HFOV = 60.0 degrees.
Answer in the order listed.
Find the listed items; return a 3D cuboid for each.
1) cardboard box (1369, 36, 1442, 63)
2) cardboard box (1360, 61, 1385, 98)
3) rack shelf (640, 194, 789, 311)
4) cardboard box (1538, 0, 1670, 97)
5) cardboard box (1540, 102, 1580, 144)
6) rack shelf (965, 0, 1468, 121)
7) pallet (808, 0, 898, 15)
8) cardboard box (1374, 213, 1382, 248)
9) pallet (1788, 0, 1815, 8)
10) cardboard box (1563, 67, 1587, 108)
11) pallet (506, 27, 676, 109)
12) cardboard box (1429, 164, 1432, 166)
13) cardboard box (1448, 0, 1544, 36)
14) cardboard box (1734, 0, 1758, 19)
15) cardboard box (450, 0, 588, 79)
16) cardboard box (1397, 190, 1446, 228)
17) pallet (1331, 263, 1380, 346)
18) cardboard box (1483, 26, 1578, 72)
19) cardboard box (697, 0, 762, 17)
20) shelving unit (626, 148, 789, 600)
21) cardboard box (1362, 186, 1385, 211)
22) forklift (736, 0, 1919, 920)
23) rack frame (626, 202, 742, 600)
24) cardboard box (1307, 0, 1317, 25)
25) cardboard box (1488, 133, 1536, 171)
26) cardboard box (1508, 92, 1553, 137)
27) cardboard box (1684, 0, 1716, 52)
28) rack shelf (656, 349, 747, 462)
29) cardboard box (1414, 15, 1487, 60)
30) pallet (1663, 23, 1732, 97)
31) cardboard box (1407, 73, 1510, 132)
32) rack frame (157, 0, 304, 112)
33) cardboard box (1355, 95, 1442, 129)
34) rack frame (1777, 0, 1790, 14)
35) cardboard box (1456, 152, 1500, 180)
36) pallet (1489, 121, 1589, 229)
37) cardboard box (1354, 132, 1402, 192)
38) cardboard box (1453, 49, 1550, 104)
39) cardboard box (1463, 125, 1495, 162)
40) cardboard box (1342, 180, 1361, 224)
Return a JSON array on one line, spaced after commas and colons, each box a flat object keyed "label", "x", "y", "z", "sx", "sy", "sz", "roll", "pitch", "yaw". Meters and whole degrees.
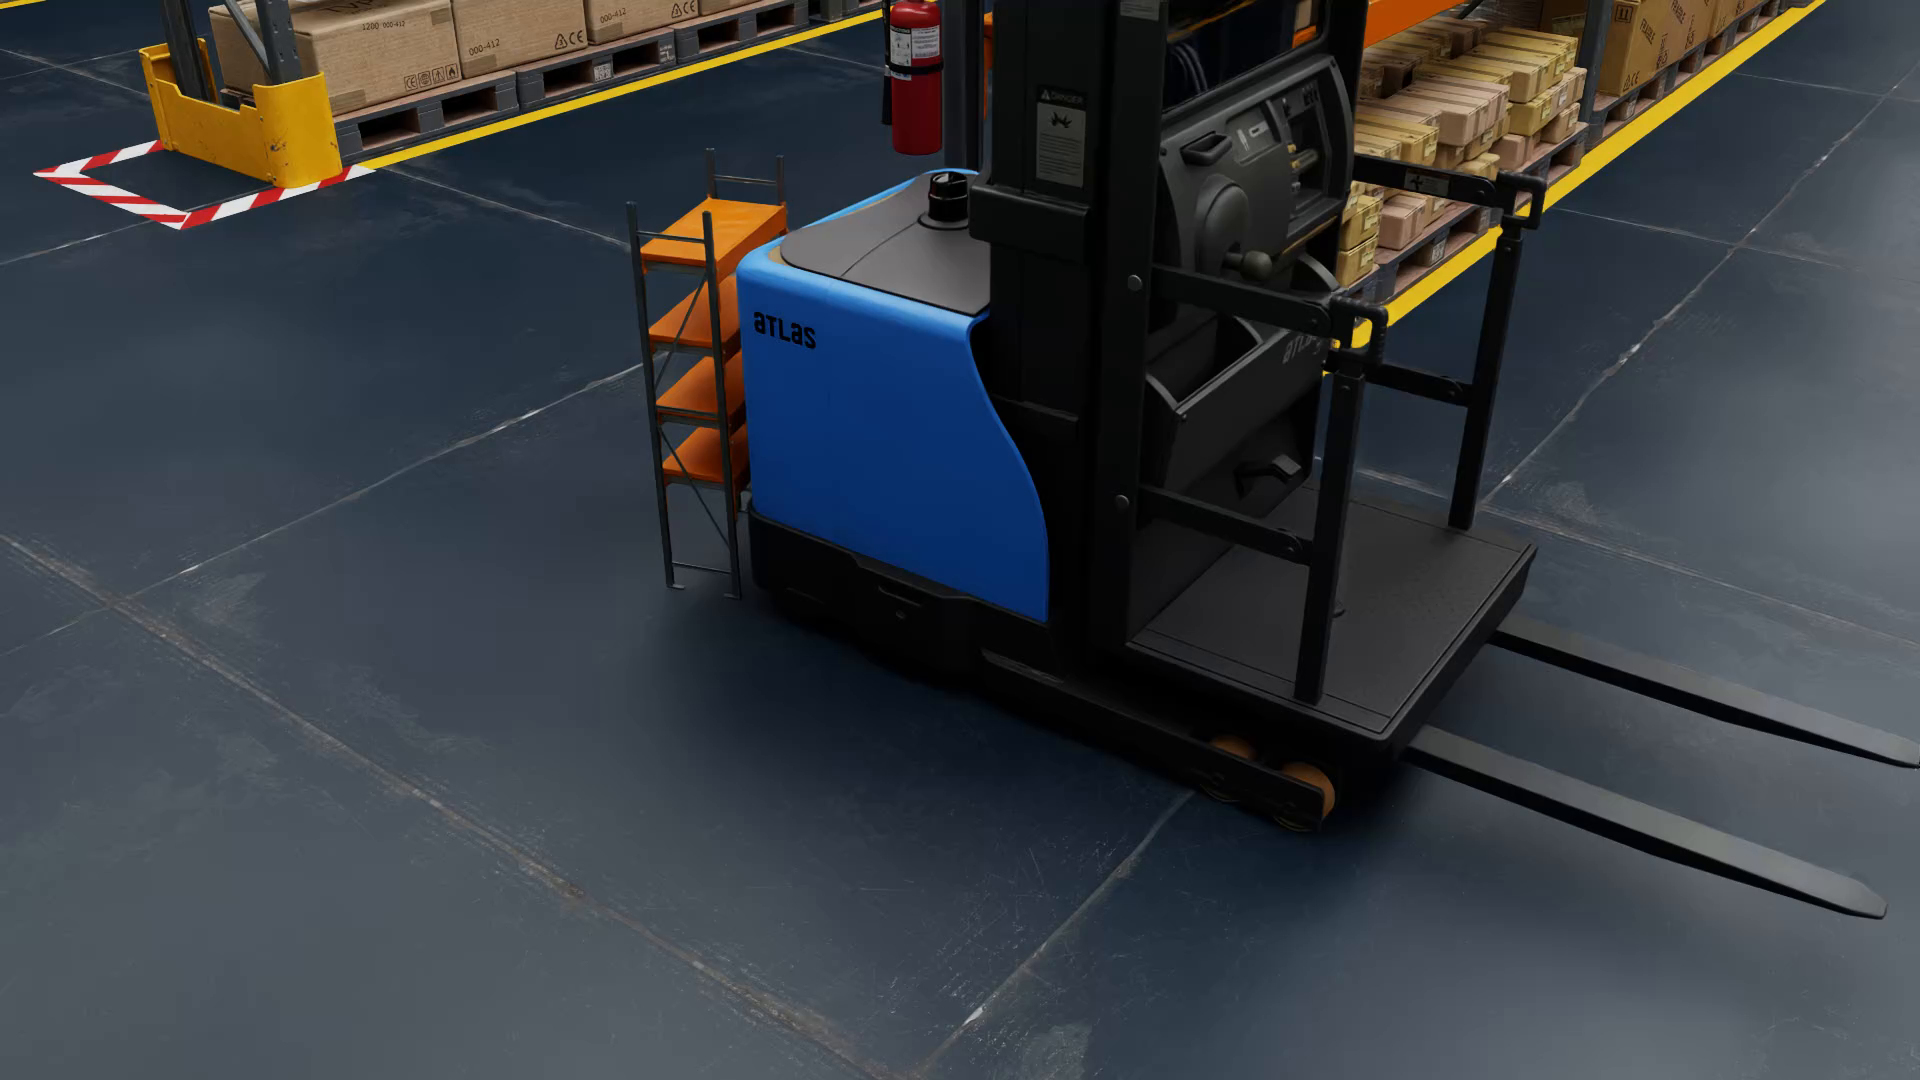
[{"label": "cardboard box", "x": 2.090, "y": -2.324, "z": 8.030, "sx": 0.380, "sy": 0.149, "sz": 0.250, "roll": 21, "pitch": 36, "yaw": 31}, {"label": "cardboard box", "x": 1.732, "y": -2.133, "z": 7.707, "sx": 0.380, "sy": 0.149, "sz": 0.250, "roll": 22, "pitch": 37, "yaw": 32}, {"label": "rack shelf", "x": -0.693, "y": -0.815, "z": 4.678, "sx": 0.258, "sy": 0.148, "sz": 0.480, "roll": 9, "pitch": 32, "yaw": 15}, {"label": "cardboard box", "x": 3.447, "y": -2.726, "z": 8.947, "sx": 0.500, "sy": 0.500, "sz": 0.500, "roll": 23, "pitch": 37, "yaw": 33}, {"label": "cardboard box", "x": 2.825, "y": -2.092, "z": 8.222, "sx": 0.380, "sy": 0.149, "sz": 0.250, "roll": 22, "pitch": 37, "yaw": 32}, {"label": "rack shelf", "x": 1.582, "y": -2.279, "z": 6.860, "sx": 1.077, "sy": 0.370, "sz": 4.000, "roll": 21, "pitch": 37, "yaw": 31}, {"label": "pallet", "x": -0.812, "y": -4.021, "z": 11.828, "sx": 1.003, "sy": 0.211, "sz": 1.213, "roll": 21, "pitch": 37, "yaw": 31}, {"label": "cardboard box", "x": 1.503, "y": -1.282, "z": 6.856, "sx": 0.380, "sy": 0.149, "sz": 0.250, "roll": 21, "pitch": 37, "yaw": 31}, {"label": "pallet", "x": 5.740, "y": -4.125, "z": 12.004, "sx": 1.003, "sy": 0.211, "sz": 1.213, "roll": 21, "pitch": 37, "yaw": 31}, {"label": "cardboard box", "x": 2.853, "y": -2.258, "z": 8.211, "sx": 0.380, "sy": 0.149, "sz": 0.250, "roll": 22, "pitch": 37, "yaw": 32}, {"label": "pallet", "x": -2.475, "y": -2.901, "z": 9.939, "sx": 1.003, "sy": 0.211, "sz": 1.213, "roll": 21, "pitch": 37, "yaw": 31}, {"label": "cardboard box", "x": 1.811, "y": -1.650, "z": 7.185, "sx": 0.380, "sy": 0.149, "sz": 0.250, "roll": 23, "pitch": 38, "yaw": 33}, {"label": "cardboard box", "x": 3.036, "y": -2.885, "z": 9.217, "sx": 0.500, "sy": 0.500, "sz": 0.500, "roll": 20, "pitch": 36, "yaw": 30}, {"label": "cardboard box", "x": 4.699, "y": -3.575, "z": 10.380, "sx": 0.500, "sy": 0.500, "sz": 0.500, "roll": 23, "pitch": 38, "yaw": 33}, {"label": "cardboard box", "x": -2.768, "y": -3.010, "z": 9.488, "sx": 0.875, "sy": 0.438, "sz": 0.875, "roll": 22, "pitch": 37, "yaw": 33}, {"label": "cardboard box", "x": 1.870, "y": -1.477, "z": 7.185, "sx": 0.380, "sy": 0.149, "sz": 0.250, "roll": 21, "pitch": 37, "yaw": 31}, {"label": "pallet", "x": 0.940, "y": -0.927, "z": 6.606, "sx": 1.003, "sy": 0.211, "sz": 1.213, "roll": 21, "pitch": 37, "yaw": 31}, {"label": "cardboard box", "x": 2.783, "y": -2.387, "z": 8.137, "sx": 0.380, "sy": 0.149, "sz": 0.250, "roll": 22, "pitch": 37, "yaw": 33}, {"label": "cardboard box", "x": -1.682, "y": -3.740, "z": 10.720, "sx": 0.875, "sy": 0.438, "sz": 0.875, "roll": 21, "pitch": 36, "yaw": 31}, {"label": "shelving unit", "x": -0.693, "y": -0.477, "z": 4.879, "sx": 0.258, "sy": 1.200, "sz": 0.503, "roll": 9, "pitch": 32, "yaw": 15}, {"label": "cardboard box", "x": 1.509, "y": -1.421, "z": 6.798, "sx": 0.380, "sy": 0.149, "sz": 0.250, "roll": 19, "pitch": 36, "yaw": 29}, {"label": "forklift", "x": 0.884, "y": -0.860, "z": 3.827, "sx": 3.031, "sy": 2.935, "sz": 1.130, "roll": 20, "pitch": 36, "yaw": 30}, {"label": "rack frame", "x": -0.767, "y": -0.359, "z": 4.679, "sx": 0.240, "sy": 1.200, "sz": 0.015, "roll": 9, "pitch": 32, "yaw": 15}, {"label": "cardboard box", "x": 1.158, "y": -1.908, "z": 5.773, "sx": 0.380, "sy": 0.149, "sz": 0.250, "roll": 20, "pitch": 36, "yaw": 30}, {"label": "cardboard box", "x": 2.493, "y": -1.885, "z": 7.872, "sx": 0.380, "sy": 0.149, "sz": 0.250, "roll": 20, "pitch": 36, "yaw": 30}, {"label": "cardboard box", "x": 2.552, "y": -2.030, "z": 7.826, "sx": 0.380, "sy": 0.149, "sz": 0.250, "roll": 20, "pitch": 36, "yaw": 30}, {"label": "cardboard box", "x": 4.071, "y": -3.158, "z": 9.677, "sx": 0.500, "sy": 0.500, "sz": 0.500, "roll": 22, "pitch": 37, "yaw": 32}, {"label": "rack shelf", "x": -0.693, "y": -0.419, "z": 4.913, "sx": 0.258, "sy": 0.148, "sz": 0.480, "roll": 9, "pitch": 32, "yaw": 15}, {"label": "cardboard box", "x": 2.417, "y": -2.536, "z": 8.387, "sx": 0.380, "sy": 0.149, "sz": 0.250, "roll": 23, "pitch": 38, "yaw": 33}, {"label": "pallet", "x": 3.995, "y": -3.017, "z": 10.134, "sx": 1.003, "sy": 0.211, "sz": 1.213, "roll": 21, "pitch": 37, "yaw": 31}, {"label": "cardboard box", "x": 2.207, "y": -1.948, "z": 7.395, "sx": 0.380, "sy": 0.149, "sz": 0.250, "roll": 19, "pitch": 36, "yaw": 29}, {"label": "rack frame", "x": -3.632, "y": -3.258, "z": 7.806, "sx": 1.000, "sy": 3.000, "sz": 0.127, "roll": 21, "pitch": 37, "yaw": 31}, {"label": "cardboard box", "x": 1.816, "y": -1.767, "z": 7.090, "sx": 0.380, "sy": 0.149, "sz": 0.250, "roll": 21, "pitch": 37, "yaw": 31}, {"label": "rack frame", "x": 5.204, "y": -5.028, "z": 10.791, "sx": 1.000, "sy": 3.000, "sz": 0.127, "roll": 21, "pitch": 37, "yaw": 31}, {"label": "cardboard box", "x": 2.200, "y": -1.671, "z": 7.512, "sx": 0.380, "sy": 0.149, "sz": 0.250, "roll": 21, "pitch": 37, "yaw": 31}, {"label": "pallet", "x": 2.413, "y": -1.918, "z": 8.280, "sx": 1.003, "sy": 0.211, "sz": 1.213, "roll": 21, "pitch": 37, "yaw": 31}, {"label": "cardboard box", "x": 1.546, "y": -1.543, "z": 6.712, "sx": 0.380, "sy": 0.149, "sz": 0.250, "roll": 23, "pitch": 37, "yaw": 33}, {"label": "cardboard box", "x": 2.515, "y": -2.168, "z": 7.767, "sx": 0.380, "sy": 0.149, "sz": 0.250, "roll": 21, "pitch": 36, "yaw": 31}, {"label": "cardboard box", "x": 2.184, "y": -1.849, "z": 7.520, "sx": 0.380, "sy": 0.149, "sz": 0.250, "roll": 22, "pitch": 37, "yaw": 32}, {"label": "cardboard box", "x": 1.287, "y": -1.307, "z": 6.313, "sx": 0.380, "sy": 0.149, "sz": 0.250, "roll": 21, "pitch": 37, "yaw": 31}]
